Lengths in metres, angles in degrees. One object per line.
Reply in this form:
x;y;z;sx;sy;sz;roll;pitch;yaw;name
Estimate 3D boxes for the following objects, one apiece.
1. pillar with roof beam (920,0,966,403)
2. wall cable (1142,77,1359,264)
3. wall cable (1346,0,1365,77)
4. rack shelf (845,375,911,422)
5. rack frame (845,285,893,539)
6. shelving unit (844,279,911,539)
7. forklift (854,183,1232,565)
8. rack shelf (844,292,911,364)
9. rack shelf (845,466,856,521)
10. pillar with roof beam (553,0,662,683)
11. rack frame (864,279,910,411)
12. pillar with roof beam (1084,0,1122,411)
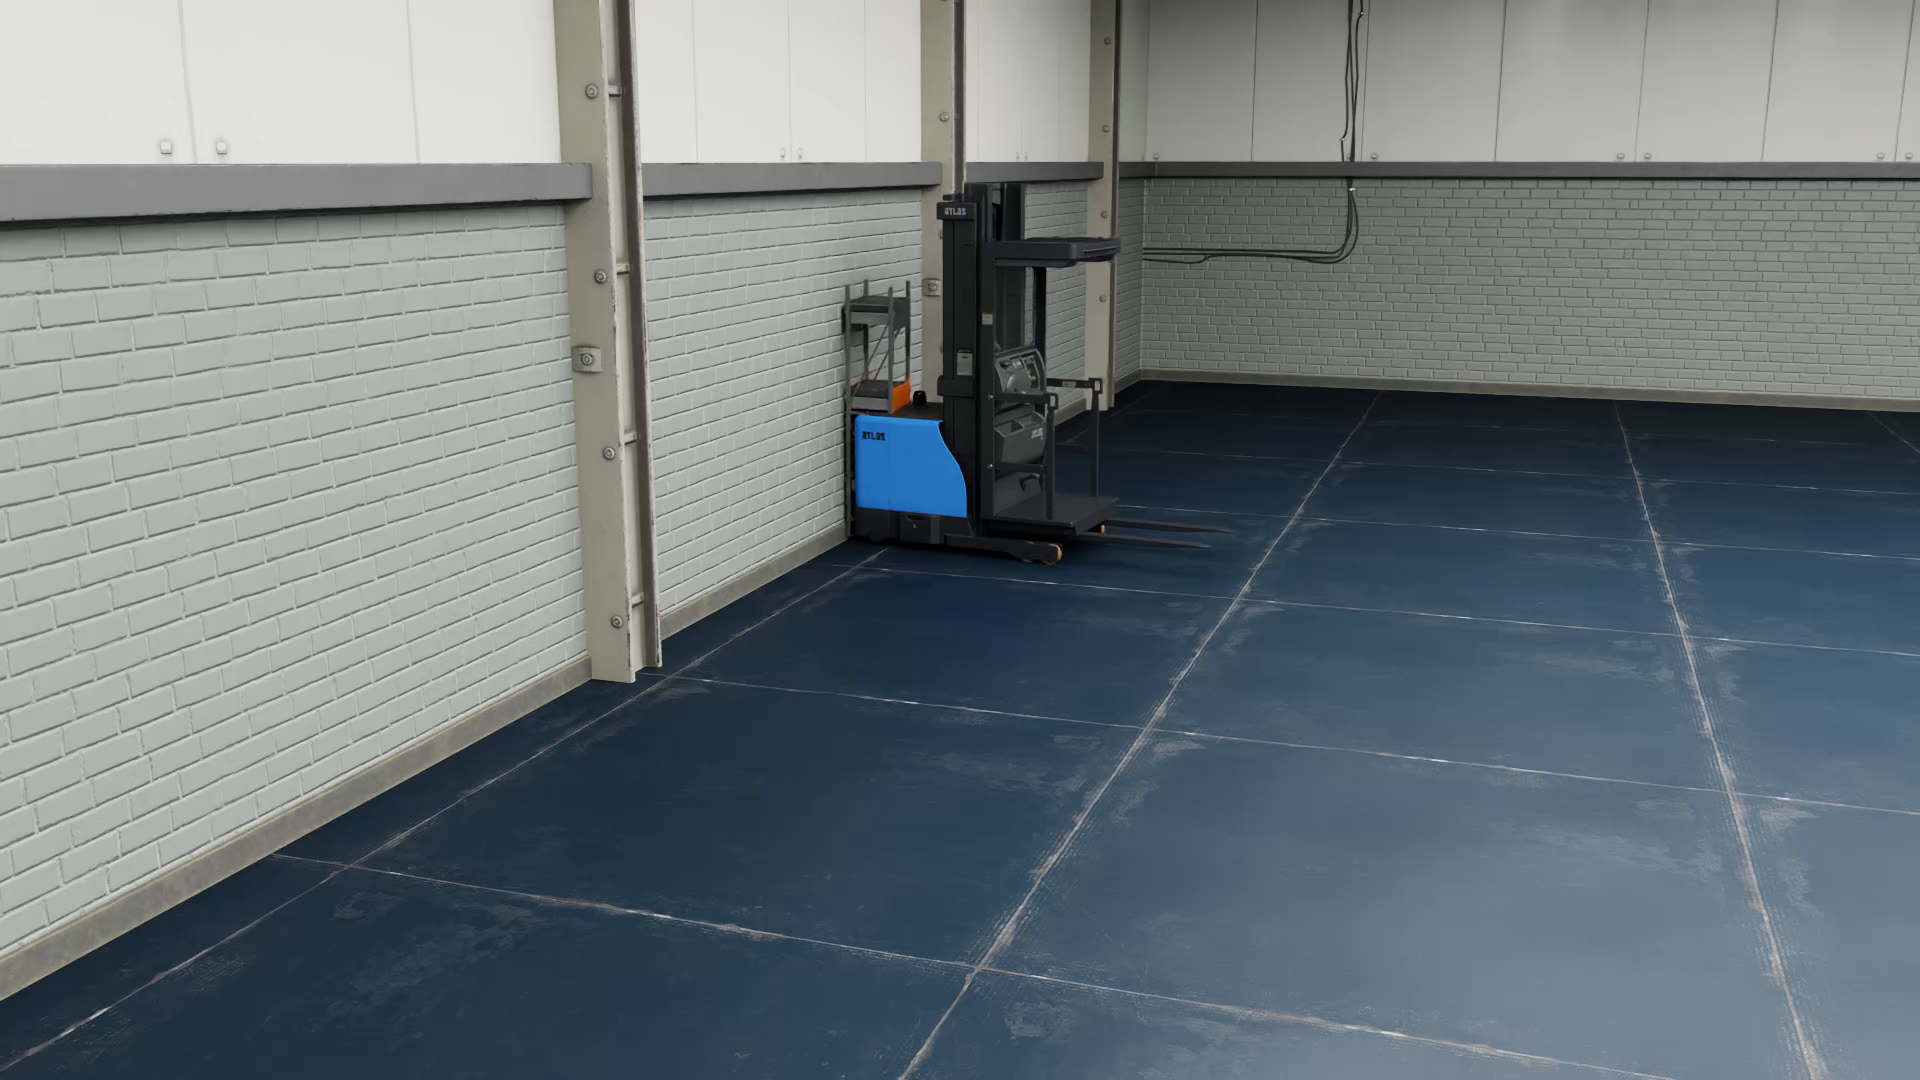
3.924;-4.519;13.566;9.100;9.000;0.400;4;14;18;pillar with roof beam
3.996;-5.104;23.105;3.097;2.526;0.112;4;14;18;wall cable
6.556;-7.371;21.689;3.097;2.526;0.112;4;14;18;wall cable
-0.685;-1.083;13.932;0.431;0.518;0.480;5;15;14;rack shelf
-0.747;-1.037;13.700;0.400;2.100;0.015;5;15;14;rack frame
-0.685;-1.097;13.928;0.431;2.100;0.503;5;15;14;shelving unit
0.675;-1.367;13.392;3.031;2.935;1.130;6;14;24;forklift
-0.676;-1.760;13.752;0.431;0.518;0.480;5;15;14;rack shelf
-0.693;-0.407;14.112;0.431;0.518;0.480;5;15;14;rack shelf
1.982;-3.256;8.031;9.100;9.000;0.400;4;14;18;pillar with roof beam
-0.622;-1.157;14.157;0.400;2.100;0.015;5;15;14;rack frame
5.865;-5.783;19.101;9.100;9.000;0.400;4;14;18;pillar with roof beam
